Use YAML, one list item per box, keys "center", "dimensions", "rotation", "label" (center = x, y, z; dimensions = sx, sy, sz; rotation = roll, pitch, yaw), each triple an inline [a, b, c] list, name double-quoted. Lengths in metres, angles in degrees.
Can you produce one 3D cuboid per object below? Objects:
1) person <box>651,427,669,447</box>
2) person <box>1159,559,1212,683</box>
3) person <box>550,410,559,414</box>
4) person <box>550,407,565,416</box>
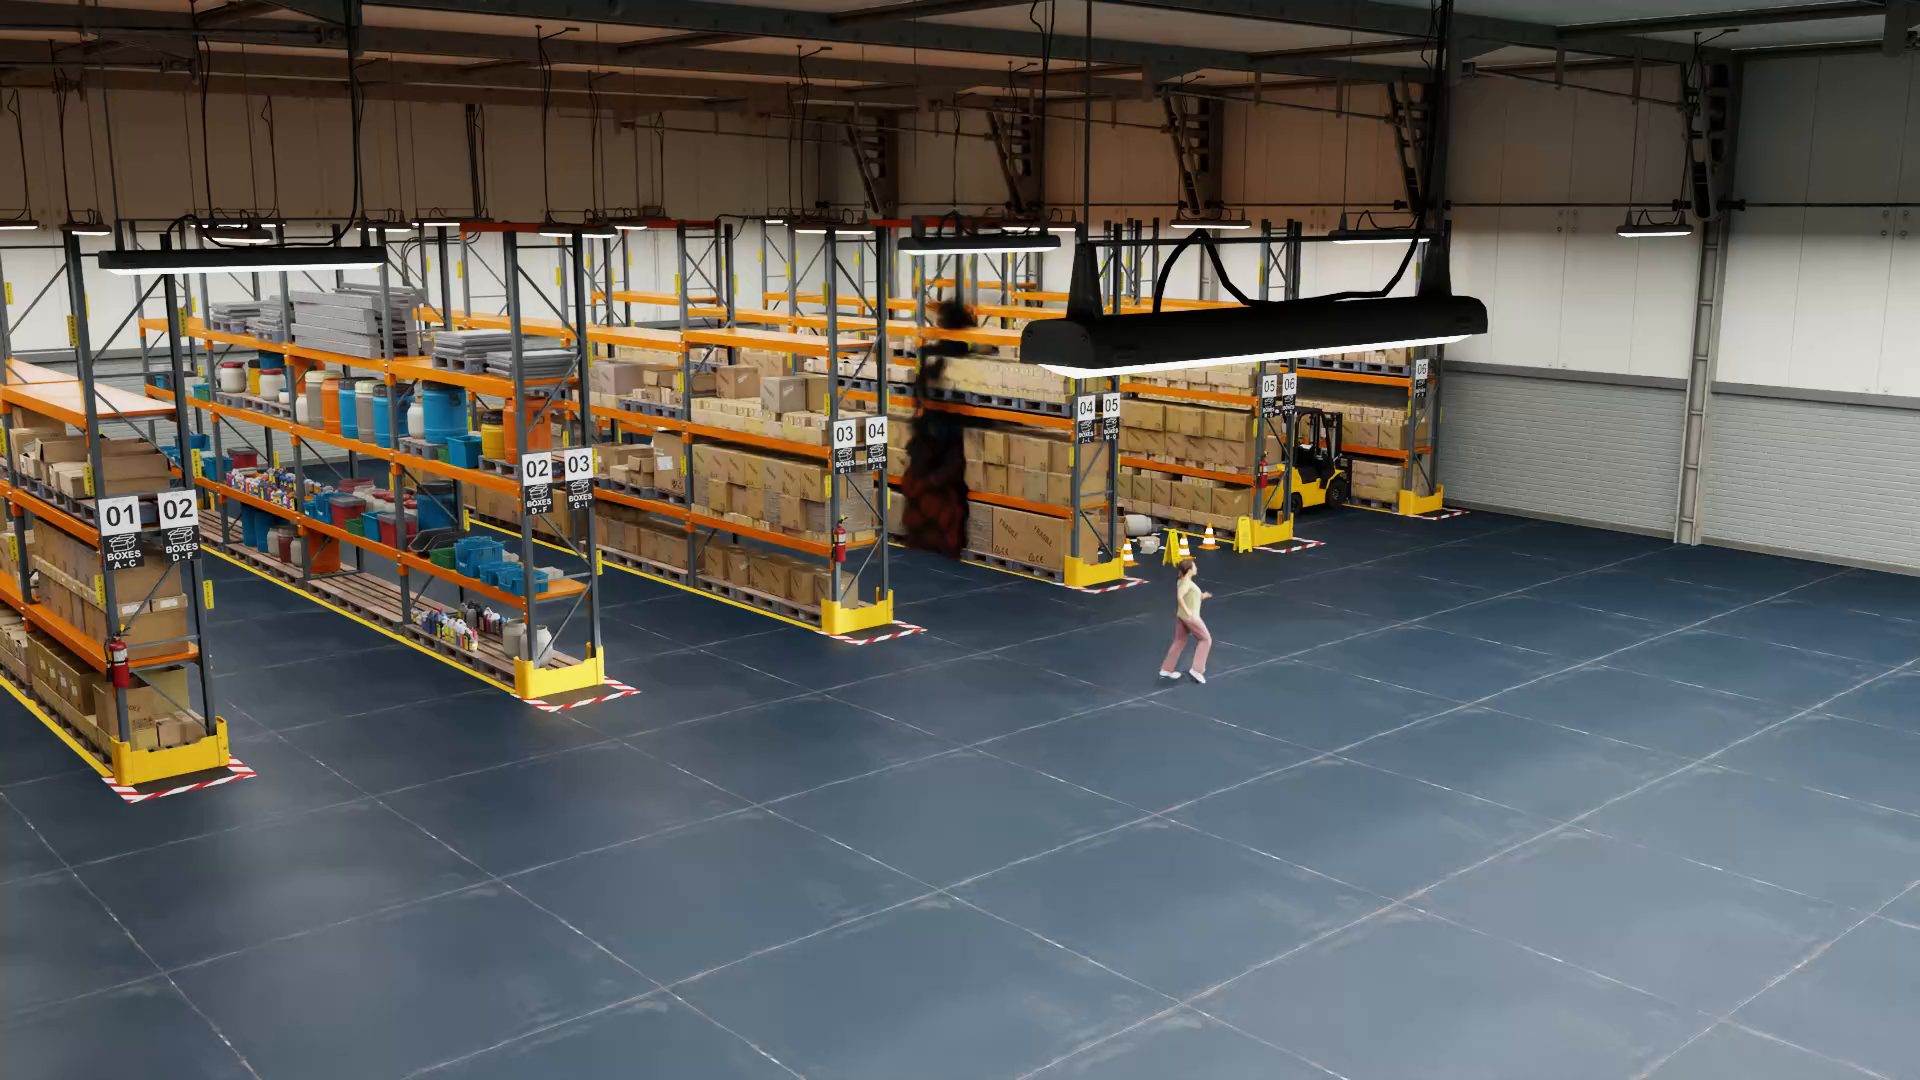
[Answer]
- center: [-6.249, -1.591, 35.399]
  dimensions: [0.718, 1.780, 0.693]
  rotation: [-9, 14, -38]
  label: "person"
- center: [3.034, 1.092, 22.246]
  dimensions: [0.723, 1.721, 0.543]
  rotation: [-4, 12, -17]
  label: "person"
- center: [-9.526, -2.213, 38.715]
  dimensions: [0.612, 1.623, 0.498]
  rotation: [-2, 12, -9]
  label: "person"
- center: [-9.772, -2.518, 39.852]
  dimensions: [0.767, 1.746, 0.945]
  rotation: [3, 12, 14]
  label: "person"
